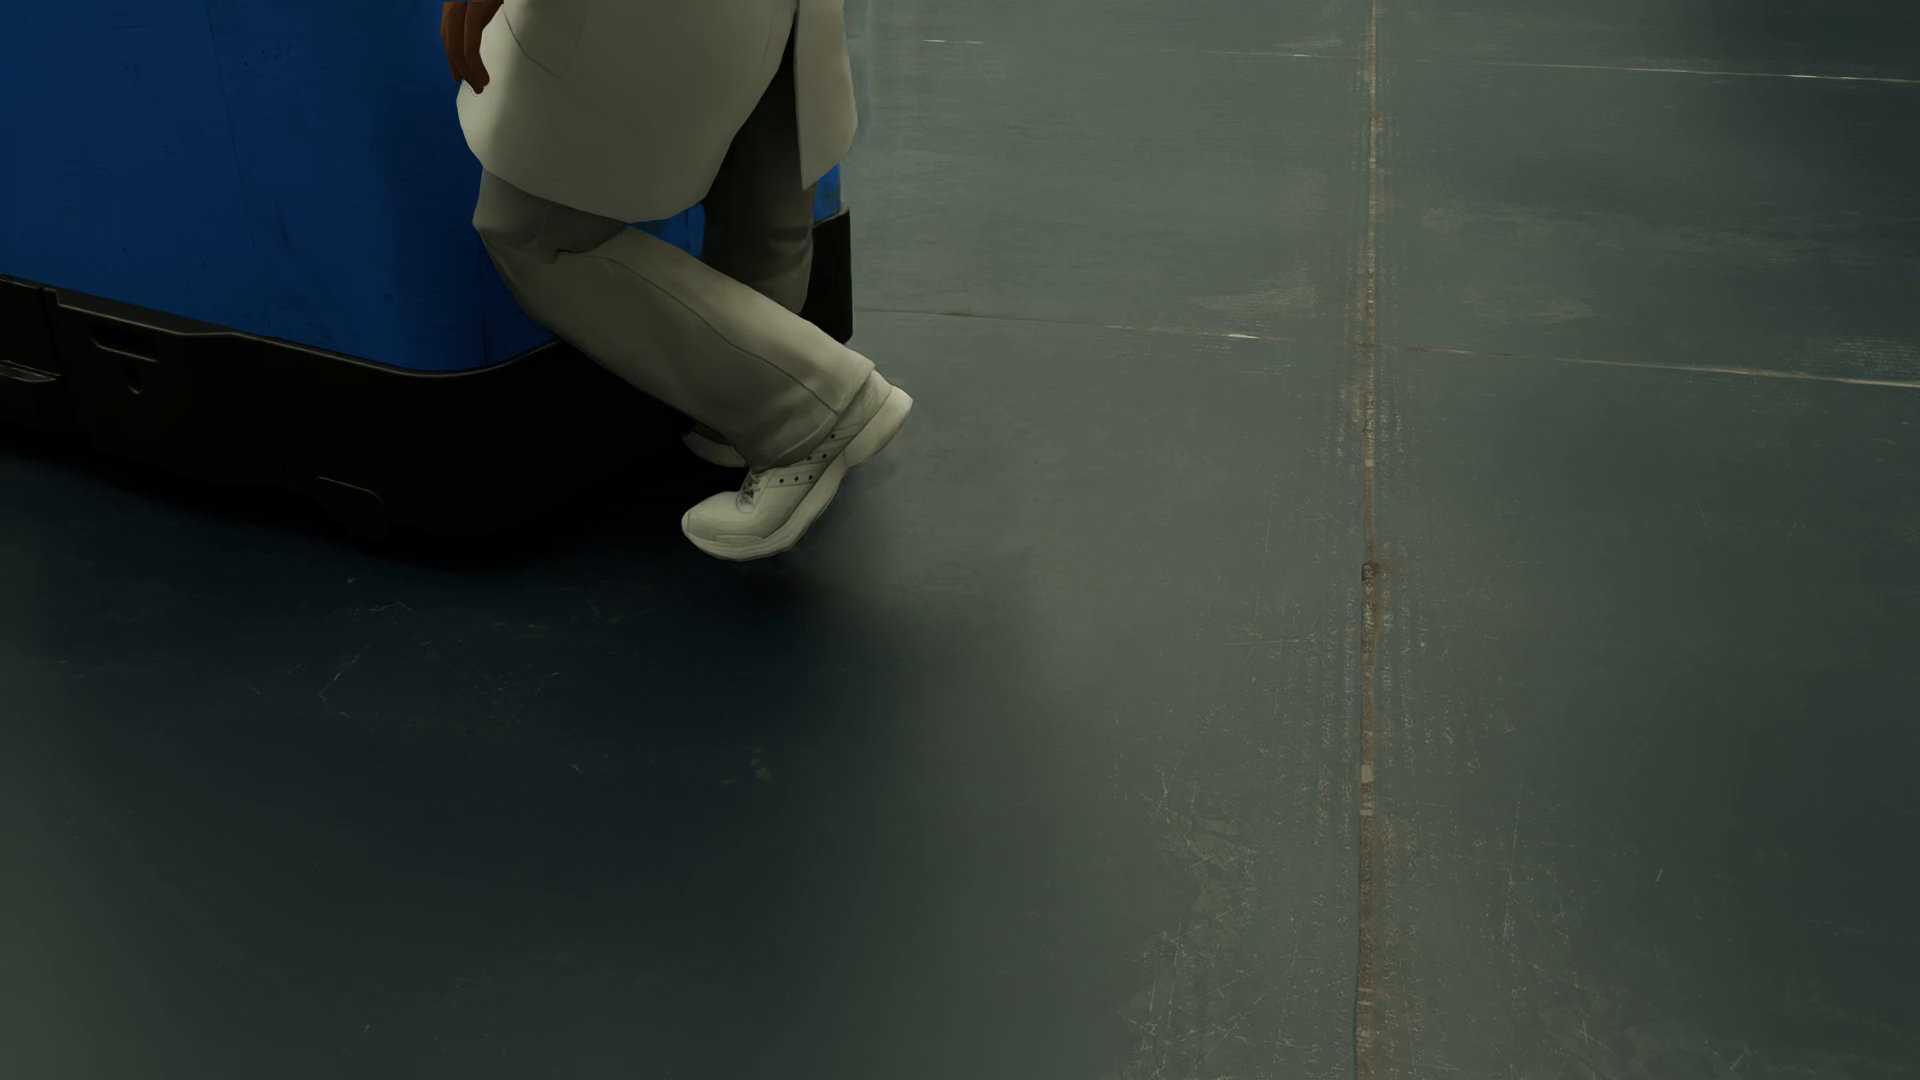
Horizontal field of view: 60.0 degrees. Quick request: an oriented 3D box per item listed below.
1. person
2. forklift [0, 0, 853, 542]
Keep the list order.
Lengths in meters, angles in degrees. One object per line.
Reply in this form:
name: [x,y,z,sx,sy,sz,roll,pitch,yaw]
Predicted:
person: [-0.452,-0.758,2.123,0.760,1.692,0.761,13,30,24]
forklift: [-1.741,-1.770,2.755,3.031,2.935,1.130,14,30,26]
